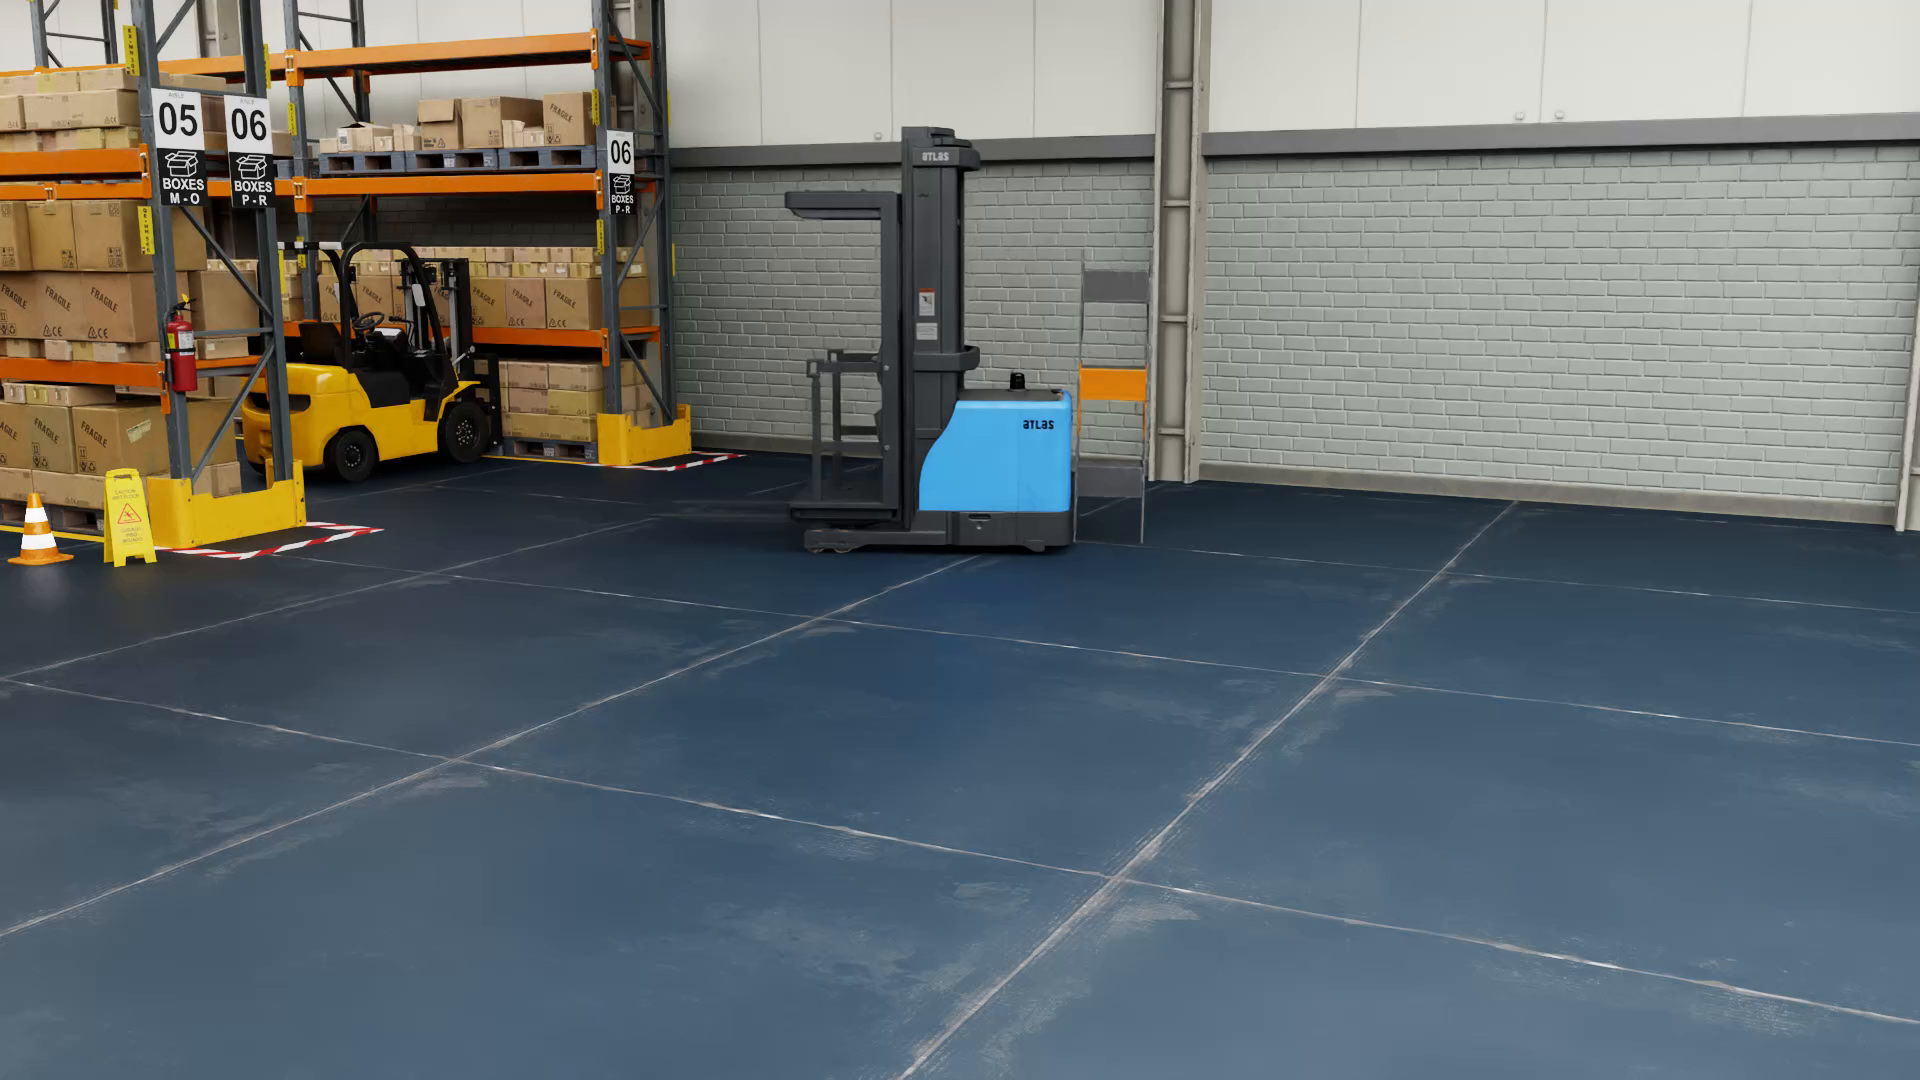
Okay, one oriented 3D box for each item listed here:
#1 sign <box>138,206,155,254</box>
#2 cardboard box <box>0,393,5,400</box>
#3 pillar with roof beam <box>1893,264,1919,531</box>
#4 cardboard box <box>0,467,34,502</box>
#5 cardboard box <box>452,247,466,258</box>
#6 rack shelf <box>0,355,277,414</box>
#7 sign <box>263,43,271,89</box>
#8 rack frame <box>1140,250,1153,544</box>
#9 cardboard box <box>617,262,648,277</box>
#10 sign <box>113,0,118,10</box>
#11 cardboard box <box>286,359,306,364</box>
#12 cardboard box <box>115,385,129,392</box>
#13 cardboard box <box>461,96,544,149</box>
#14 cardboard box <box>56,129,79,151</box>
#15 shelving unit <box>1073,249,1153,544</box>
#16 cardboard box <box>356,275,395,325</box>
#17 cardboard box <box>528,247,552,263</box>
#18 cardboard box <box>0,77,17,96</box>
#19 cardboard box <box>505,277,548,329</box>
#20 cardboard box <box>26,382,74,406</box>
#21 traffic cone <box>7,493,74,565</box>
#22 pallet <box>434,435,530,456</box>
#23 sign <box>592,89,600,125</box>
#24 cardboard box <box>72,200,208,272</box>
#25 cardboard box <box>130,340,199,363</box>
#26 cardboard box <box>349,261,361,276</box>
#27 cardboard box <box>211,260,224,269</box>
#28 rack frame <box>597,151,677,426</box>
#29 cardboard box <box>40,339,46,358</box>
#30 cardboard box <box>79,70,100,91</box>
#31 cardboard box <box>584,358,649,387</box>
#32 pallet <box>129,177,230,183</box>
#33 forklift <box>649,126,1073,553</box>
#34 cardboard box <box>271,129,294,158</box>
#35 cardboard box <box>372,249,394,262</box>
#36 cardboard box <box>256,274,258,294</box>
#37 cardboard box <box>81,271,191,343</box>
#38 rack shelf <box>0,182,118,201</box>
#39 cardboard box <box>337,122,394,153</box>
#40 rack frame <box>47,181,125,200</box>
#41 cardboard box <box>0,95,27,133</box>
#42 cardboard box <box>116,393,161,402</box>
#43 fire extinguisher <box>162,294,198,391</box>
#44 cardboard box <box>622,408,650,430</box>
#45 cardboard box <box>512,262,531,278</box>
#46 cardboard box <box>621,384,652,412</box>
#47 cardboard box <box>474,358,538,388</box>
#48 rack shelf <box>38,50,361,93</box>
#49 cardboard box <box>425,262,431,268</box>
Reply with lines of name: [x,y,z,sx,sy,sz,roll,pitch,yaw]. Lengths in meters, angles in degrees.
sign: [-5.645,-2.148,11.538,0.005,0.325,0.100,5,11,26]
cardboard box: [-7.610,-0.877,13.087,0.500,0.500,0.500,6,12,29]
pillar with roof beam: [5.442,-3.821,8.073,0.400,9.000,9.100,5,11,26]
cardboard box: [-7.158,-0.467,12.928,0.500,0.250,0.500,5,11,24]
cardboard box: [-4.981,-2.932,17.072,0.250,0.149,0.380,5,11,27]
rack shelf: [-7.175,-1.314,13.085,4.000,0.370,1.077,5,11,26]
sign: [-5.142,-3.503,12.284,0.005,0.325,0.100,5,11,26]
rack frame: [1.353,-1.039,12.075,0.015,2.100,0.400,2,10,5]
cardboard box: [-3.378,-2.739,16.842,0.250,0.149,0.380,5,11,24]
sign: [-10.121,-6.512,19.875,0.005,0.325,0.100,5,11,26]
cardboard box: [-7.249,-1.696,18.665,0.625,0.625,0.875,6,12,28]
cardboard box: [-9.810,-1.920,19.906,0.625,0.625,0.875,5,12,28]
cardboard box: [-4.568,-4.177,16.722,0.500,0.500,0.700,5,11,26]
cardboard box: [-6.286,-2.887,12.039,0.250,0.149,0.380,5,12,28]
shelving unit: [1.110,-1.047,12.096,0.503,2.100,0.431,2,10,5]
cardboard box: [-6.019,-2.552,17.629,0.500,0.500,0.500,5,12,27]
cardboard box: [-4.085,-2.843,16.579,0.250,0.149,0.380,5,12,27]
cardboard box: [-6.911,-3.351,12.368,0.250,0.149,0.380,5,11,24]
cardboard box: [-4.207,-2.391,16.740,0.500,0.500,0.500,5,12,28]
cardboard box: [-6.798,-1.112,12.565,0.250,0.149,0.380,5,12,27]
traffic cone: [-6.338,-0.089,11.425,0.334,0.463,0.336,5,11,26]
pallet: [-4.983,-1.081,17.609,1.213,0.211,1.003,5,11,26]
sign: [-3.441,-4.090,15.720,0.005,0.325,0.100,5,11,26]
cardboard box: [-5.936,-2.203,12.056,0.500,0.500,0.700,5,11,24]
cardboard box: [-5.812,-1.382,12.147,0.250,0.149,0.380,5,12,28]
cardboard box: [-6.373,-2.899,17.725,0.250,0.149,0.380,5,12,27]
cardboard box: [-8.118,-3.053,18.576,0.250,0.149,0.380,5,11,24]
rack frame: [-3.189,-2.303,16.532,0.127,3.000,1.000,5,11,26]
cardboard box: [-6.720,-1.466,12.611,0.250,0.149,0.380,5,11,27]
cardboard box: [-6.030,-3.261,11.867,0.250,0.149,0.380,5,12,27]
cardboard box: [-3.536,-1.717,17.027,0.500,0.250,0.500,5,11,25]
pallet: [-8.711,-4.190,19.064,1.213,0.211,1.003,6,12,28]
forklift: [-0.702,-1.440,11.959,3.031,2.935,1.130,1,10,4]
cardboard box: [-7.533,-4.324,18.068,0.500,0.311,0.500,5,11,24]
cardboard box: [-5.929,-2.999,17.440,0.250,0.149,0.380,5,12,27]
cardboard box: [-7.794,-2.828,18.448,0.500,0.250,0.500,5,11,24]
cardboard box: [-5.990,-1.704,12.108,0.500,0.500,0.500,5,11,25]
rack shelf: [-12.157,-4.213,20.683,4.000,0.370,1.077,5,11,26]
cardboard box: [-6.138,-4.202,17.391,0.500,0.311,0.500,5,12,27]
rack frame: [-10.363,-2.933,20.015,0.127,3.000,1.000,5,11,26]
cardboard box: [-6.878,-3.136,12.297,0.500,0.250,0.500,5,12,27]
cardboard box: [-6.475,-0.883,13.120,0.500,0.500,0.500,5,11,24]
fire extinguisher: [-5.483,-1.389,11.701,0.183,0.674,0.296,5,11,26]
cardboard box: [-3.543,-1.227,17.126,0.500,0.250,0.500,5,11,26]
cardboard box: [-4.289,-2.721,16.739,0.250,0.149,0.380,5,11,25]
cardboard box: [-3.519,-1.473,17.083,0.500,0.250,0.500,5,12,27]
cardboard box: [-4.657,-1.713,17.004,0.500,0.250,0.500,5,11,27]
rack shelf: [-8.569,-5.177,18.710,4.000,0.370,1.077,5,11,26]
cardboard box: [-5.471,-2.814,17.253,0.250,0.149,0.380,5,11,24]
